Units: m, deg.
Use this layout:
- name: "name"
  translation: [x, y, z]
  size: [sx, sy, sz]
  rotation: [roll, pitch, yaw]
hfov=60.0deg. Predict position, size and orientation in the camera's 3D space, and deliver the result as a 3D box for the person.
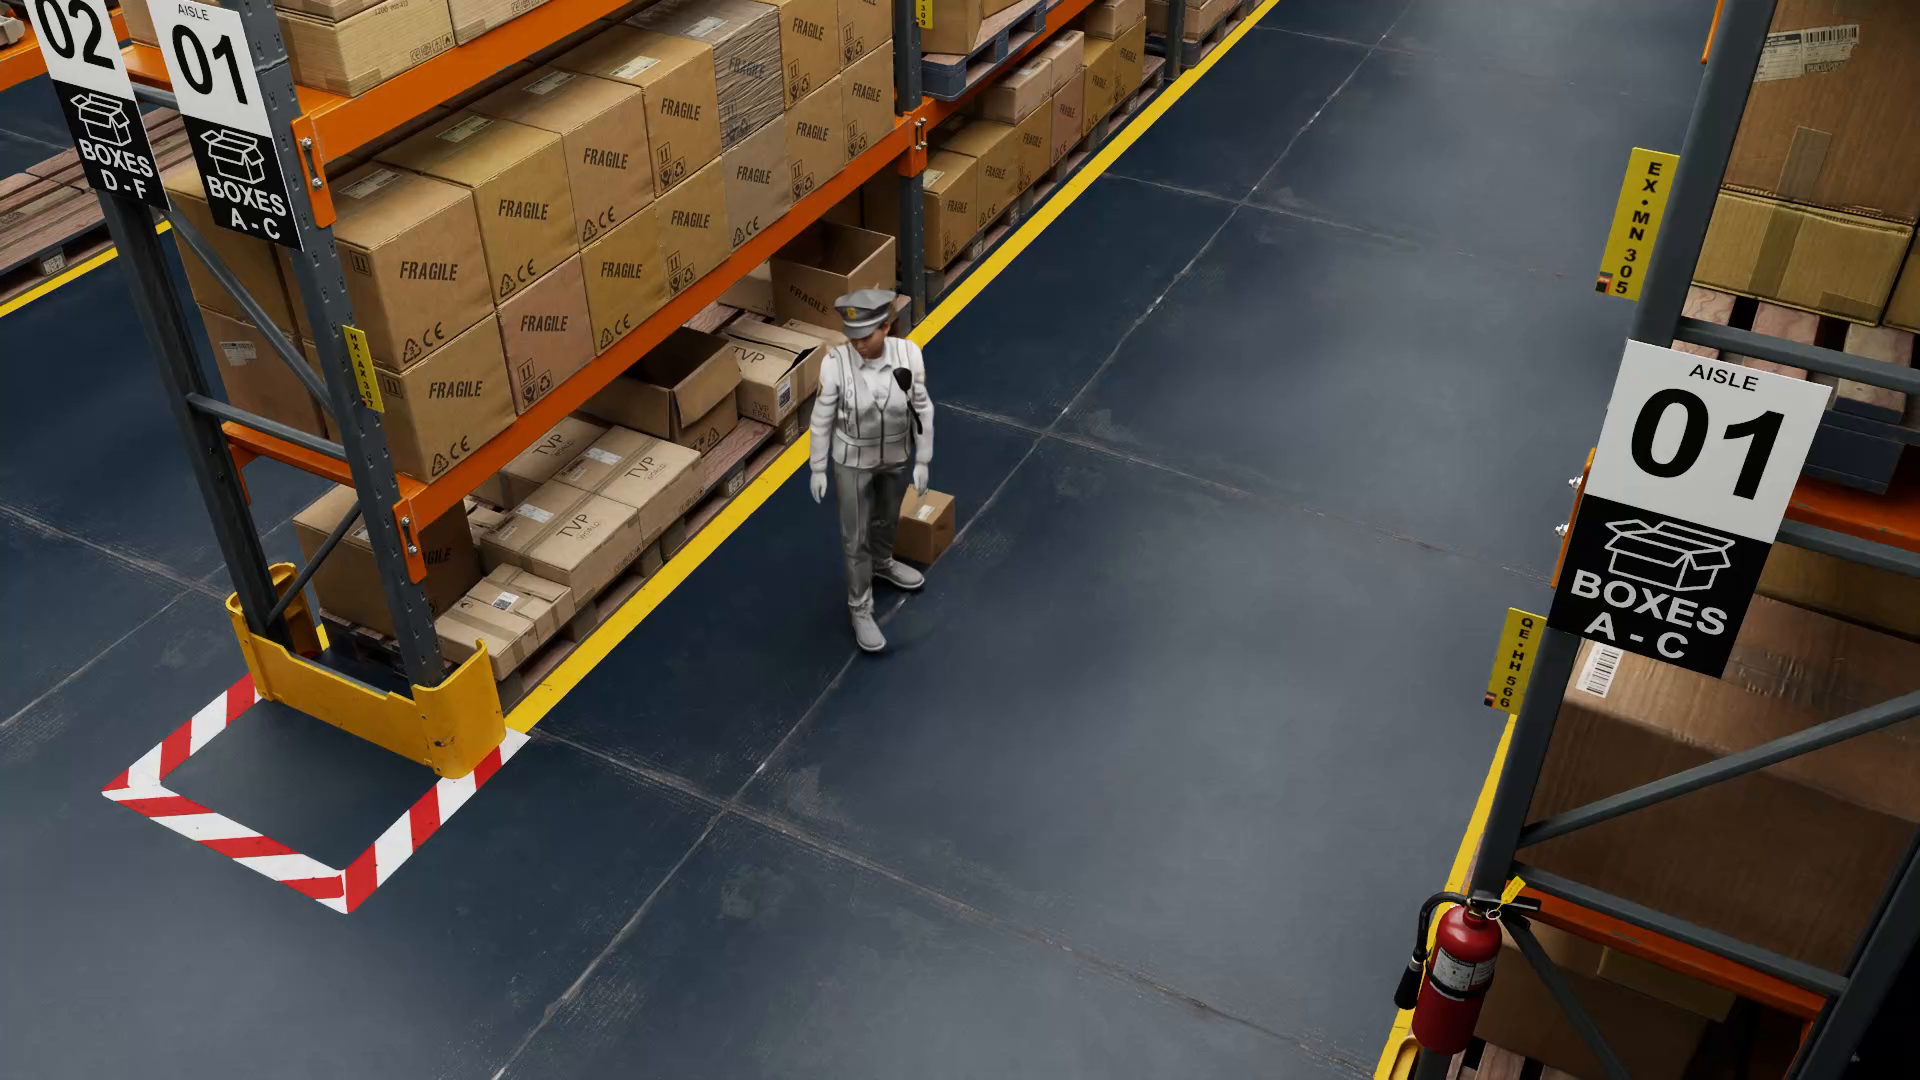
- name: "person"
  translation: [-0.372, -0.331, 7.128]
  size: [0.546, 1.656, 0.598]
  rotation: [-14, 40, -17]
